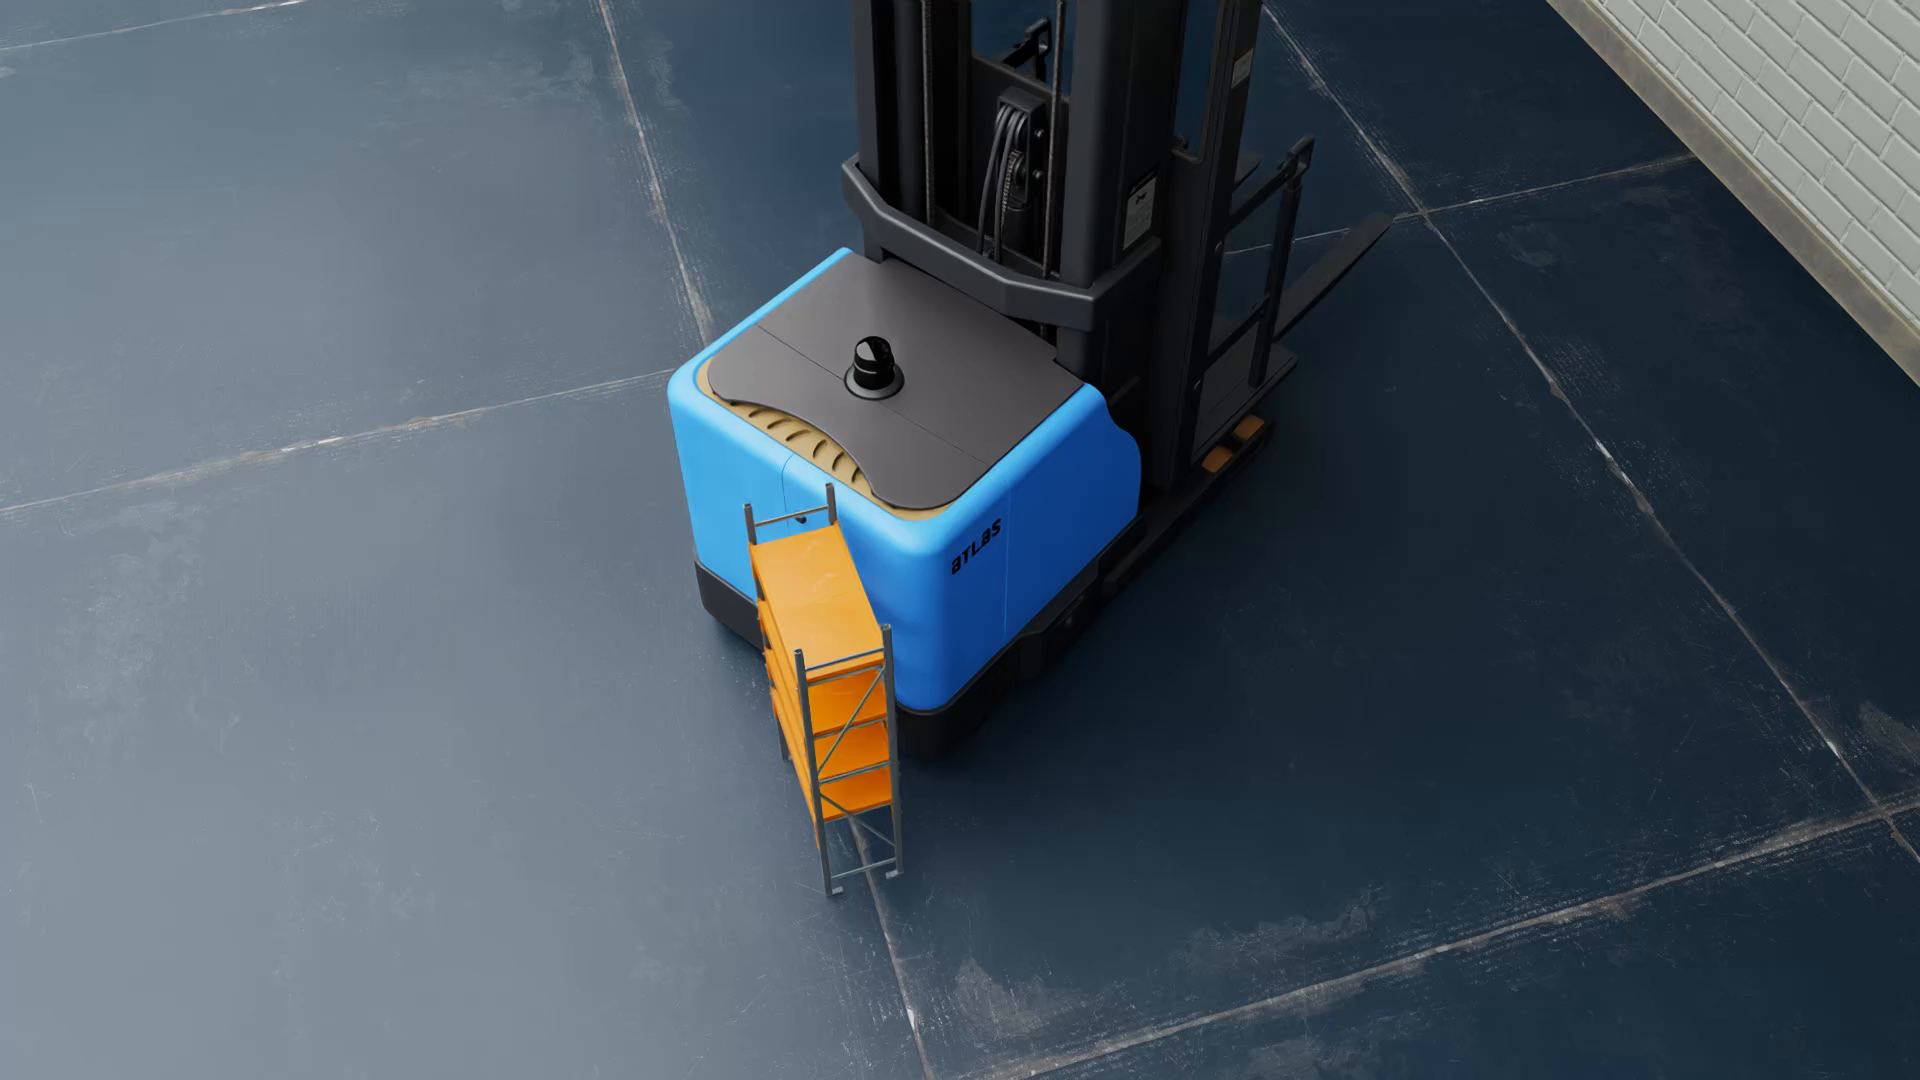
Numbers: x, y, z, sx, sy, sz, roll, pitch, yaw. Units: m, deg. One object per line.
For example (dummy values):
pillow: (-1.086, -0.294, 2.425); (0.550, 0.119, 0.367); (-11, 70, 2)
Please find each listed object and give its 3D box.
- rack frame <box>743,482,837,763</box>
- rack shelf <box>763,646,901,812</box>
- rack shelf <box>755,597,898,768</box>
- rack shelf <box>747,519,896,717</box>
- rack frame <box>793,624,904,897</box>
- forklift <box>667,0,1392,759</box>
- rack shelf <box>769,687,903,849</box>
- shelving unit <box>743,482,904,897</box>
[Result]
rack frame: (-0.441, 0.271, 4.737); (0.240, 1.200, 0.015); (-15, 51, -12)
rack shelf: (-0.361, 0.490, 4.640); (0.258, 0.148, 0.480); (-15, 51, -12)
rack shelf: (-0.361, 0.346, 4.469); (0.258, 0.148, 0.480); (-15, 51, -12)
rack shelf: (-0.361, 0.194, 4.288); (0.258, 0.148, 0.480); (-15, 51, -12)
rack frame: (-0.281, 0.623, 4.440); (0.240, 1.200, 0.015); (-15, 51, -12)
forklift: (0.473, -1.341, 4.963); (1.130, 2.935, 3.031); (32, 57, 24)
rack shelf: (-0.361, 0.618, 4.792); (0.258, 0.148, 0.480); (-15, 51, -12)
shelving unit: (-0.361, 0.447, 4.588); (0.258, 1.200, 0.503); (-15, 51, -12)
